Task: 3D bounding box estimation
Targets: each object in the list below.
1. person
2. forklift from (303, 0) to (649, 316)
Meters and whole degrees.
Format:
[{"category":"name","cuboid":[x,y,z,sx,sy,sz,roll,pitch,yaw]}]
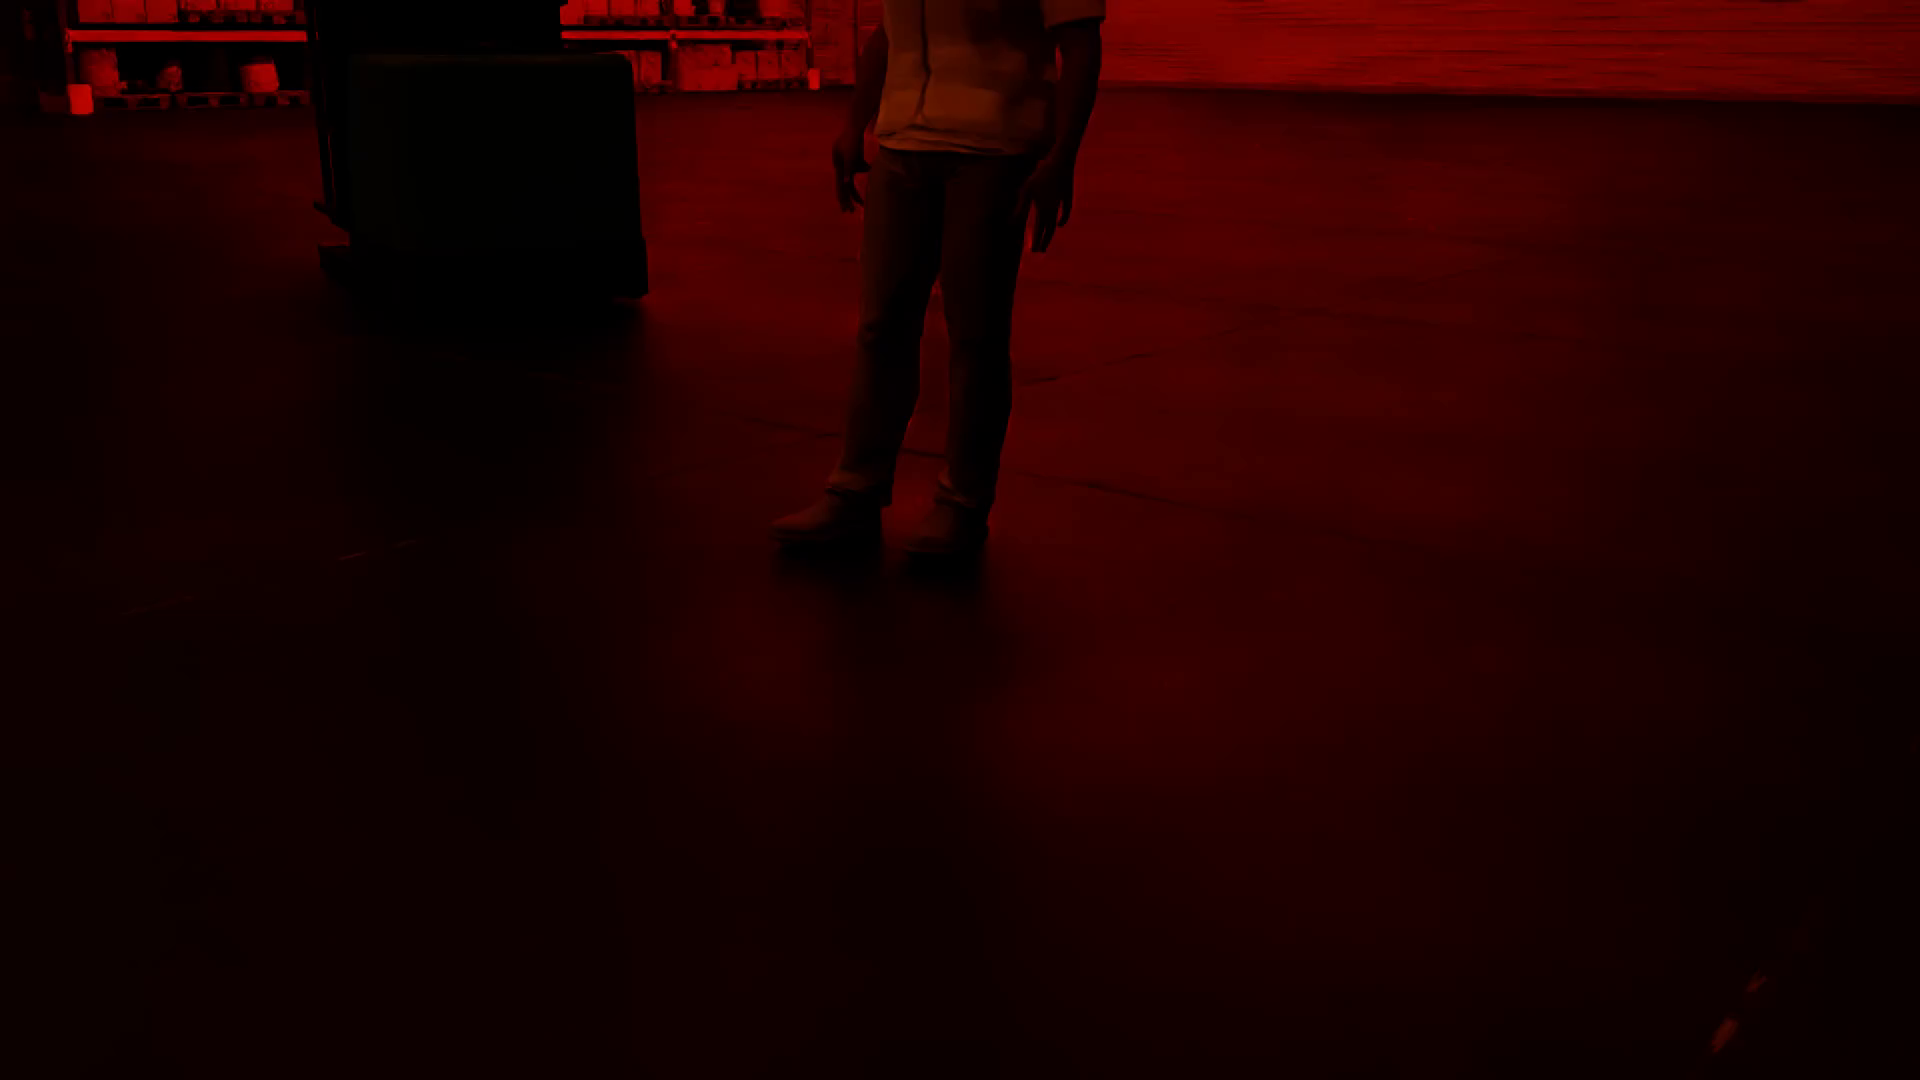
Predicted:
[{"category":"person","cuboid":[-0.048,-0.837,3.635,0.665,1.766,0.576,13,21,37]},{"category":"forklift","cuboid":[-2.517,-2.707,7.814,1.130,2.935,3.031,-9,19,-28]}]
